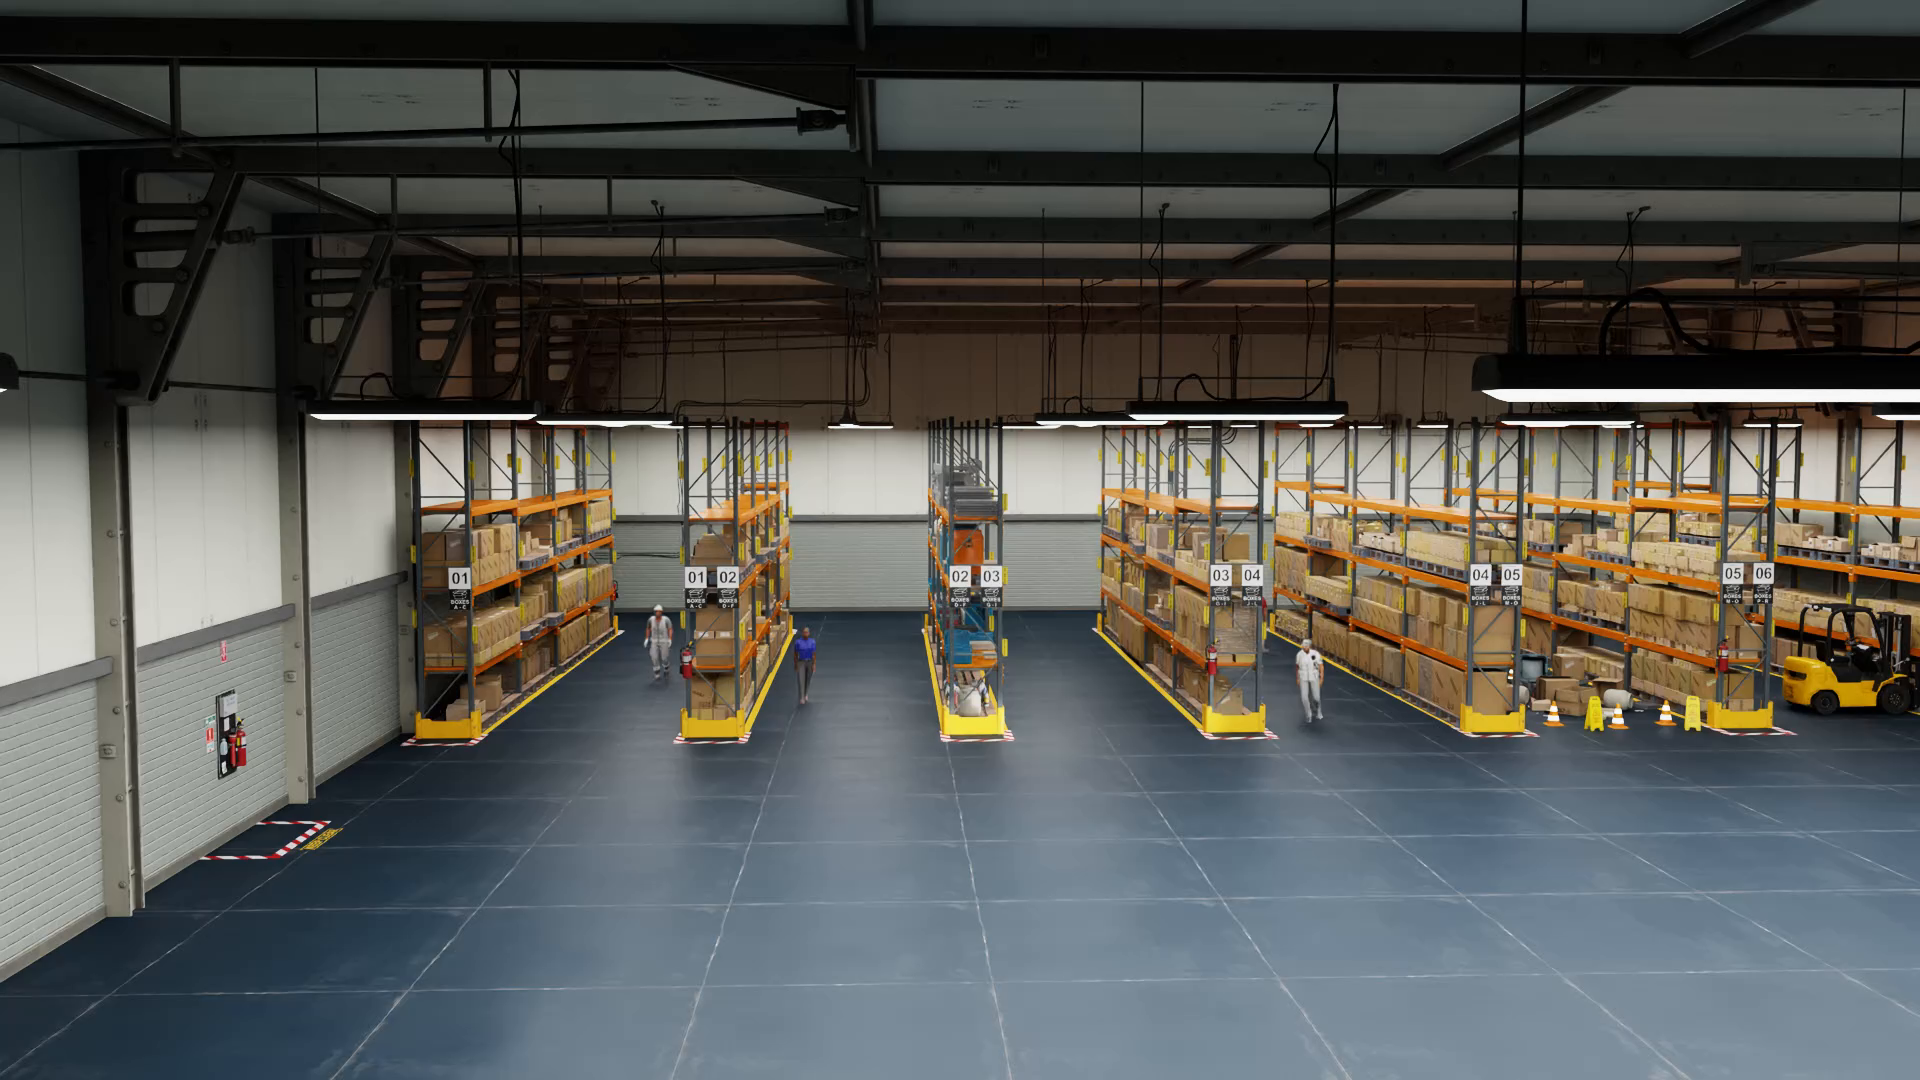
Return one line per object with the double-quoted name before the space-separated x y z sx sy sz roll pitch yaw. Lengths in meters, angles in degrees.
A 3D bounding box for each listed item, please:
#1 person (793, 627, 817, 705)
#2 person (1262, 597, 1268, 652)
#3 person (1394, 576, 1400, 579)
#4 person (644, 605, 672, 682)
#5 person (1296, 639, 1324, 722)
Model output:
"person" -3.234 2.623 34.871 0.471 1.600 0.977 -1 4 -19
"person" 7.648 2.071 42.855 0.585 1.723 0.553 0 4 1
"person" 12.257 1.879 46.452 0.451 1.723 0.585 -2 4 -34
"person" -6.953 2.359 38.326 0.640 1.758 0.671 0 4 -4
"person" 6.913 2.763 32.903 0.553 1.647 0.552 1 4 18
